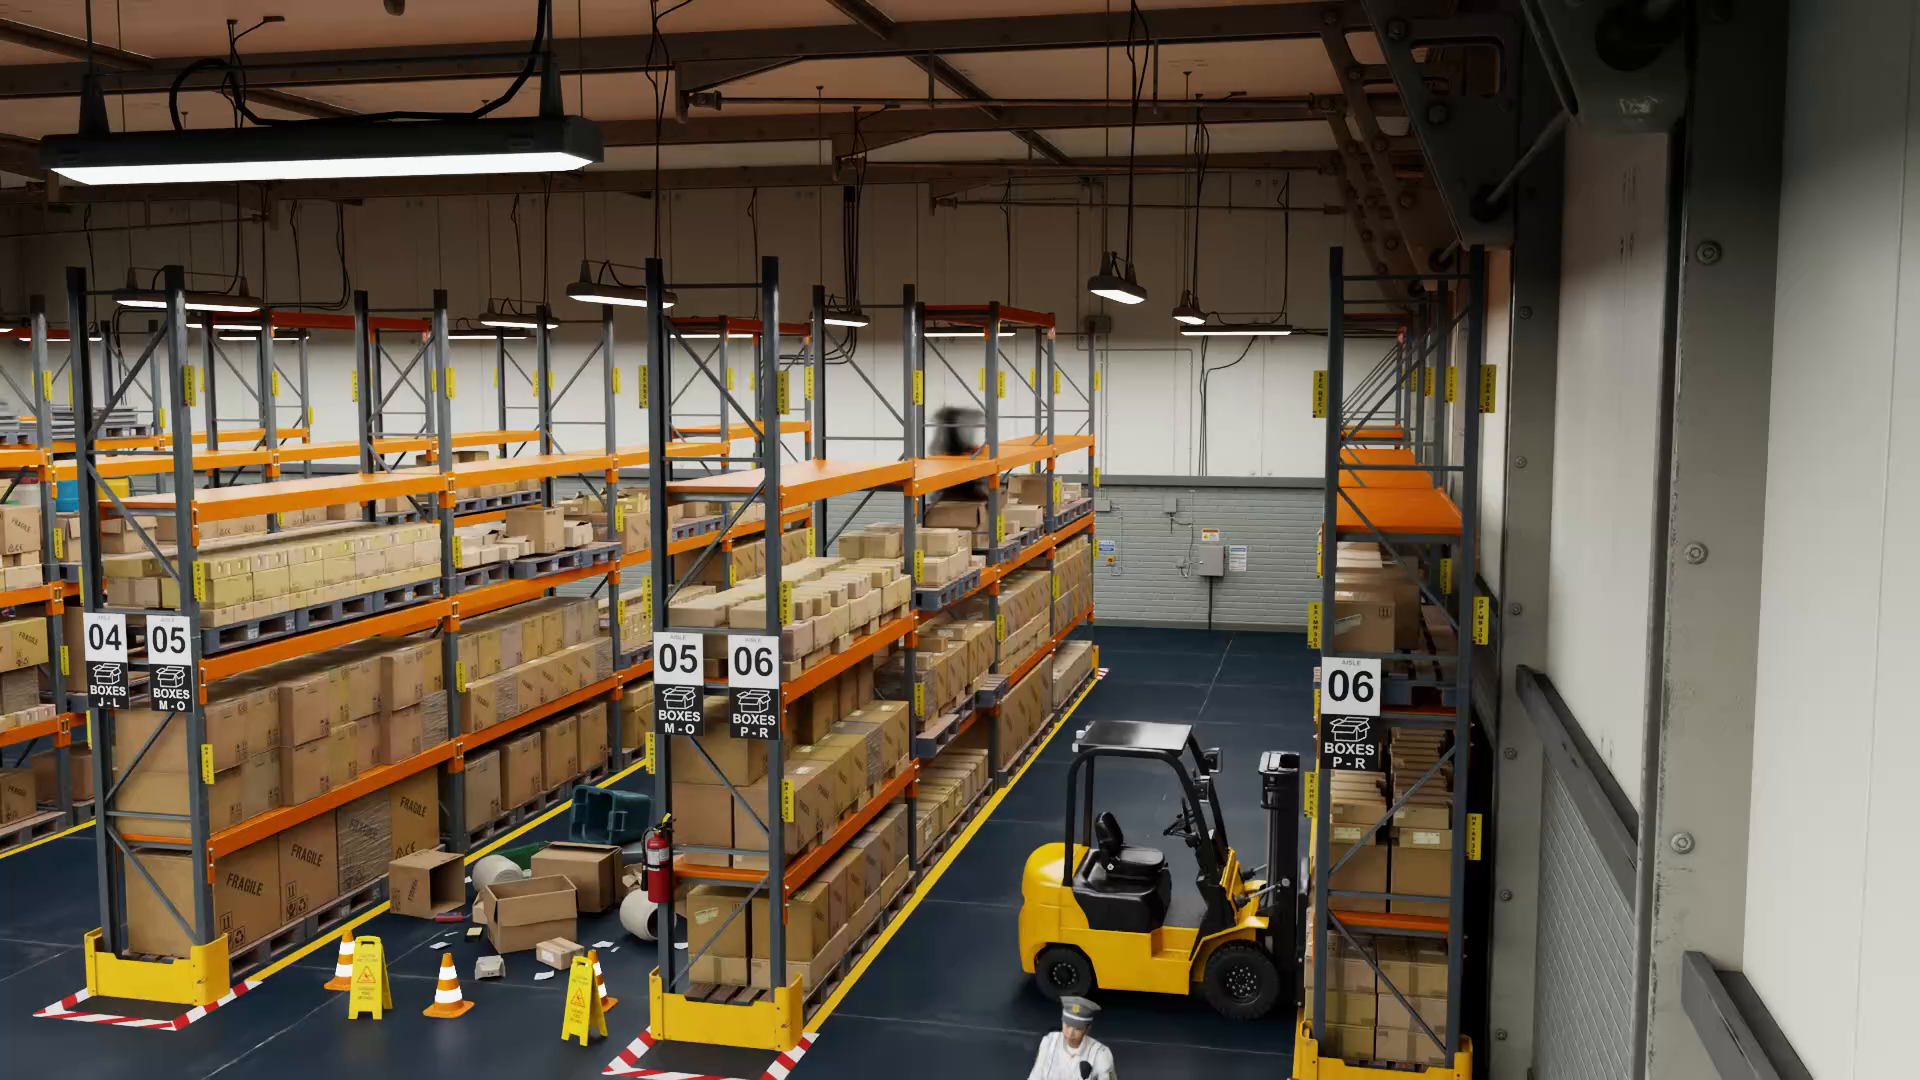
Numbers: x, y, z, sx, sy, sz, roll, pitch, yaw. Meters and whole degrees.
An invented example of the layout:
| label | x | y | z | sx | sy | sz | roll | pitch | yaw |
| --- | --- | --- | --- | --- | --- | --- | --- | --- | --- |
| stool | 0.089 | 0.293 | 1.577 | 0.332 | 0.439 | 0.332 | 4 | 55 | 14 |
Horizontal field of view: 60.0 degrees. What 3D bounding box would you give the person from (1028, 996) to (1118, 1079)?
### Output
| label | x | y | z | sx | sy | sz | roll | pitch | yaw |
| --- | --- | --- | --- | --- | --- | --- | --- | --- | --- |
| person | 0.647 | 3.374 | 9.761 | 0.723 | 1.611 | 0.672 | 2 | 6 | 21 |
